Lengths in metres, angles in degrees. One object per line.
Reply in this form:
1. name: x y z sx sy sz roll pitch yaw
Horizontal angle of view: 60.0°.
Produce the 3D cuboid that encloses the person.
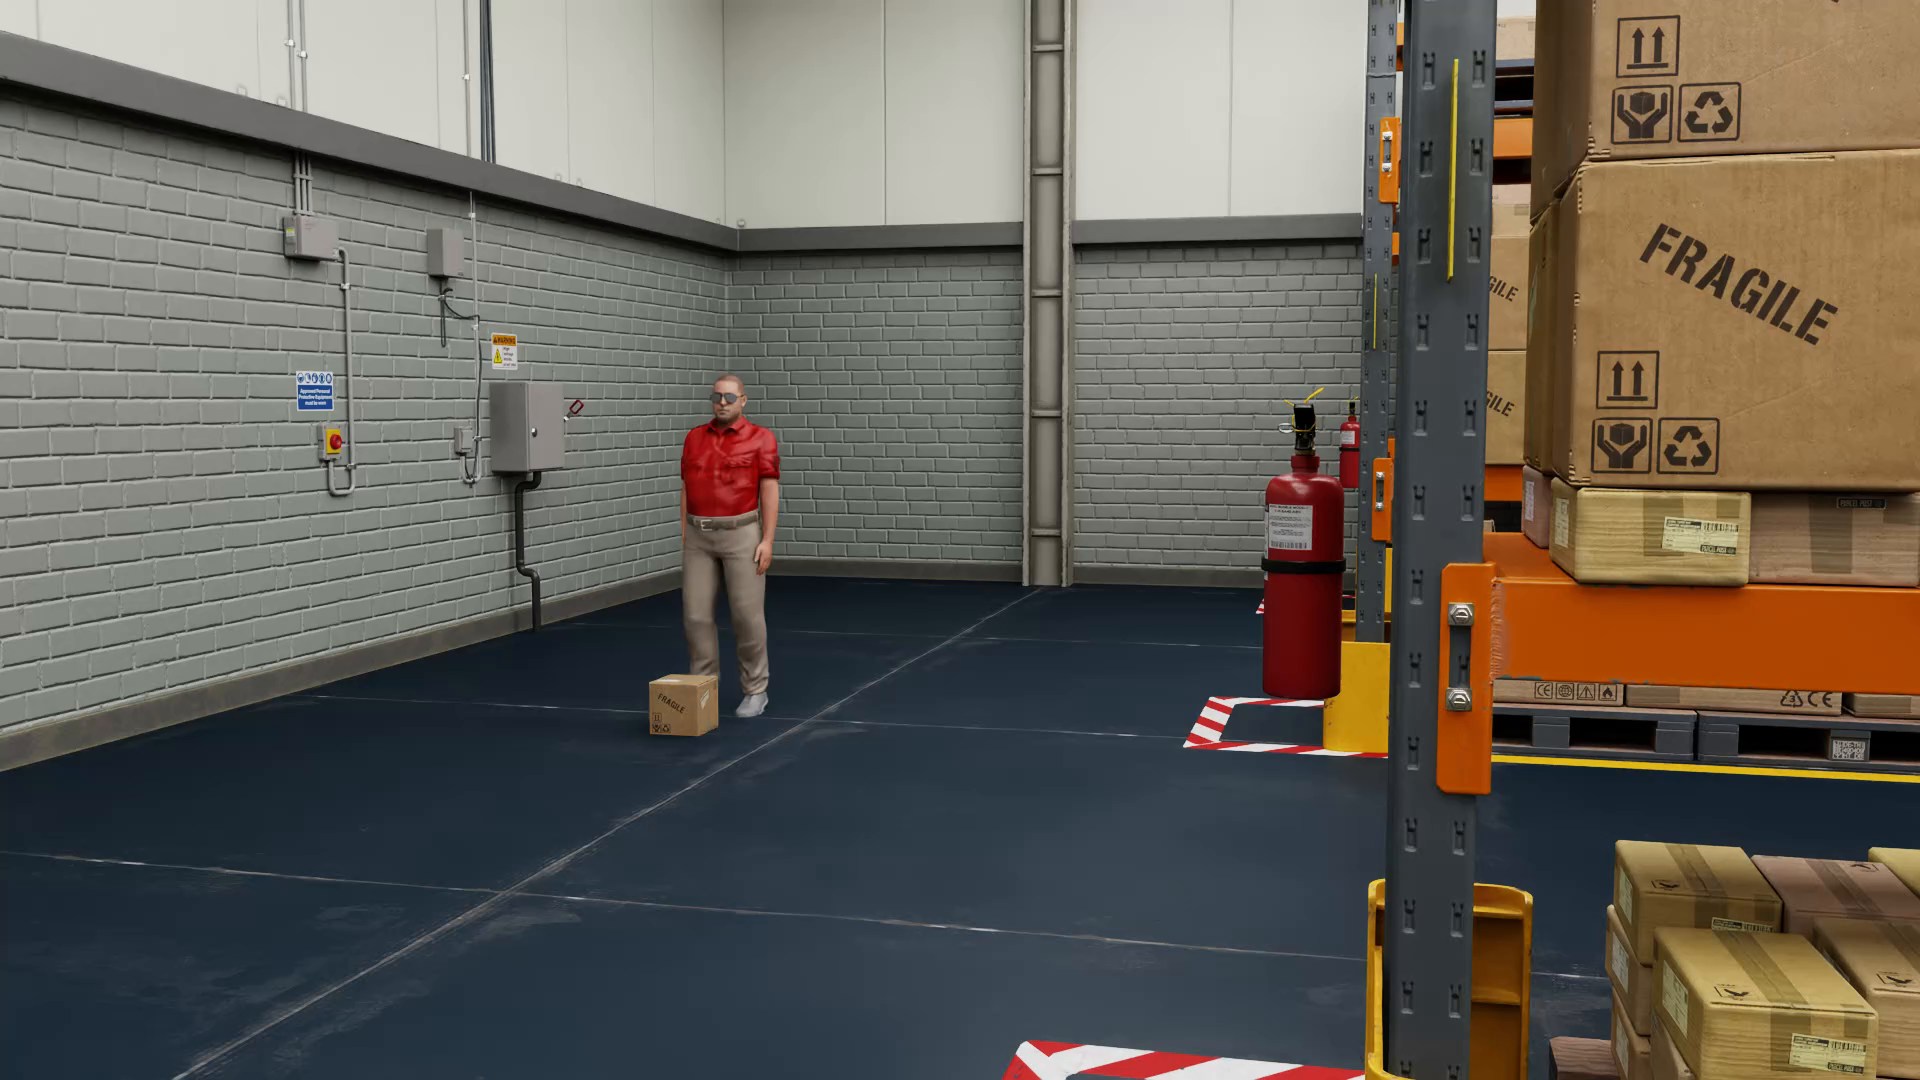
1. person: -1.183 0.031 8.423 0.529 1.738 0.359 1 5 14
